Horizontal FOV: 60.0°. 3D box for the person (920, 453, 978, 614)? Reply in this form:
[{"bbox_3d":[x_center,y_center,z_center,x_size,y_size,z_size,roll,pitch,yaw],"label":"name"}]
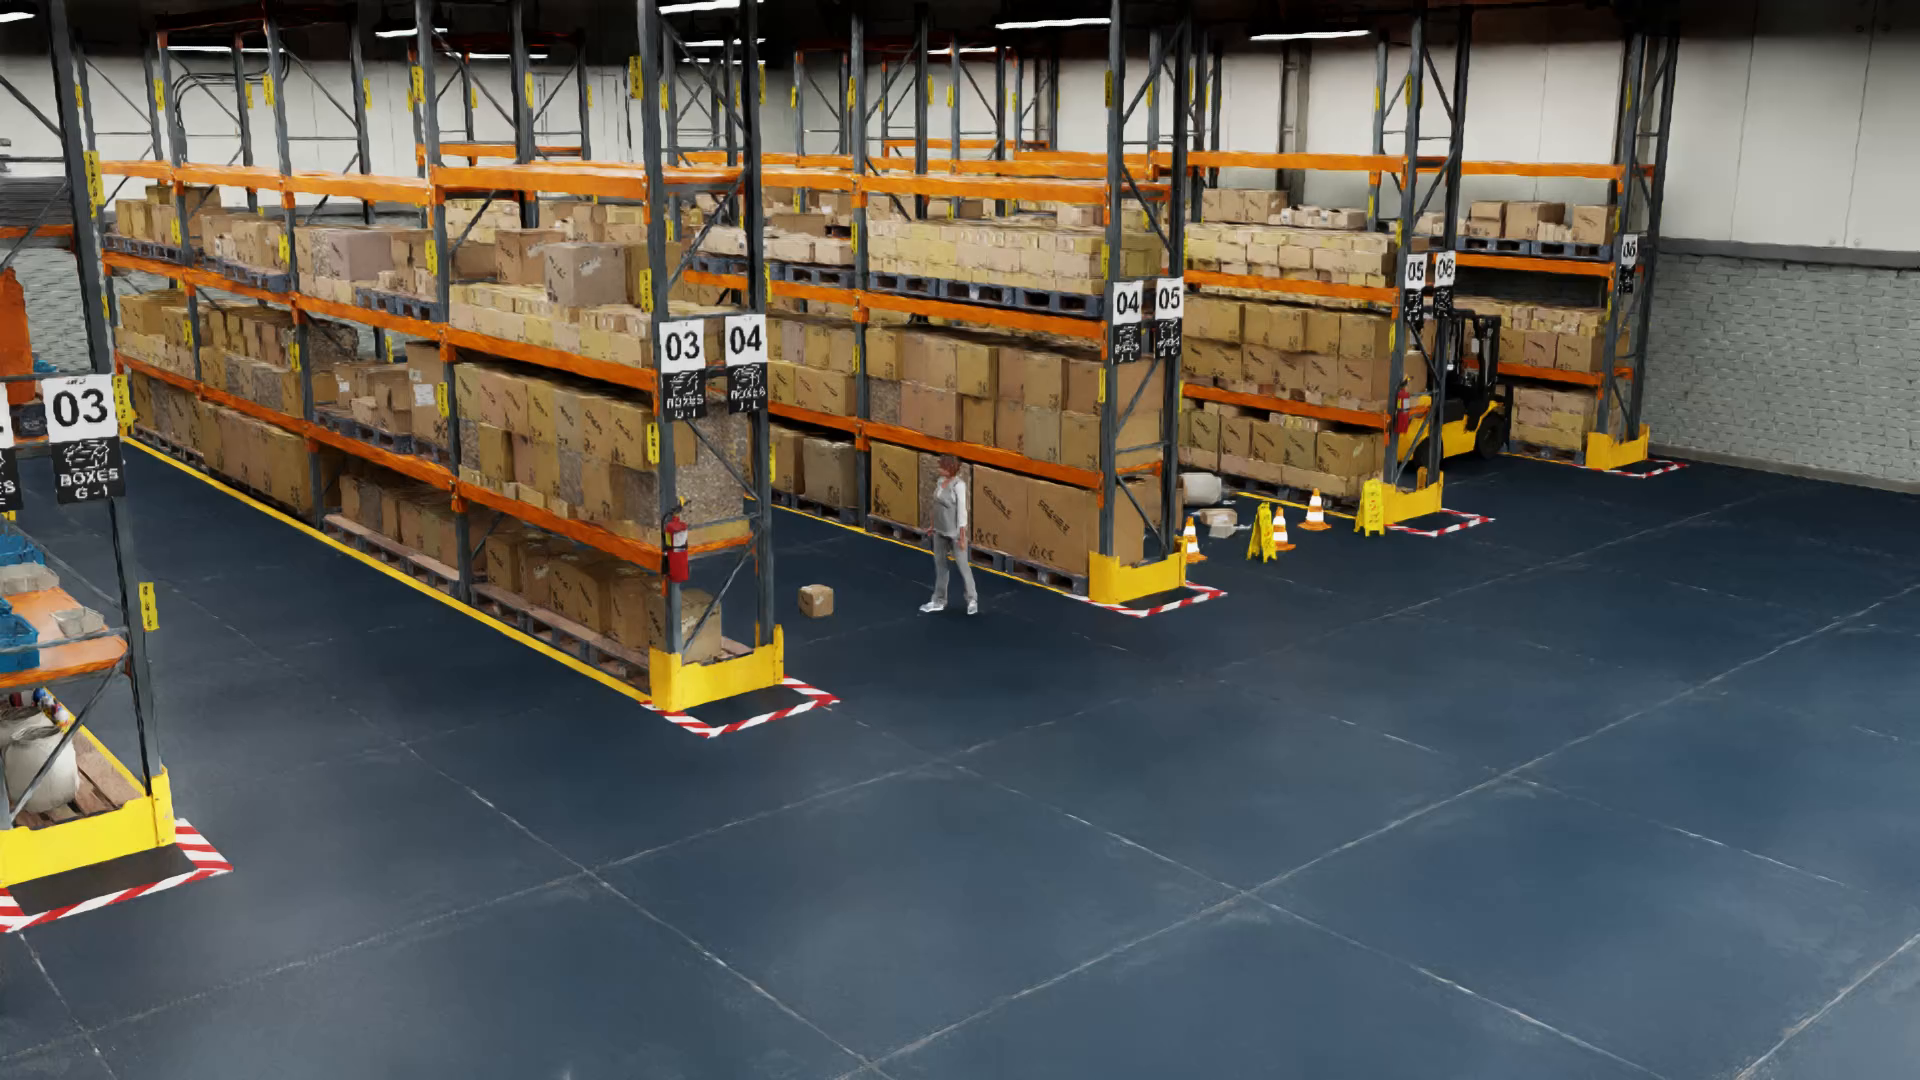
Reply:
[{"bbox_3d":[-0.119,-0.075,16.256,0.533,1.587,0.594,-11,18,-37],"label":"person"}]
